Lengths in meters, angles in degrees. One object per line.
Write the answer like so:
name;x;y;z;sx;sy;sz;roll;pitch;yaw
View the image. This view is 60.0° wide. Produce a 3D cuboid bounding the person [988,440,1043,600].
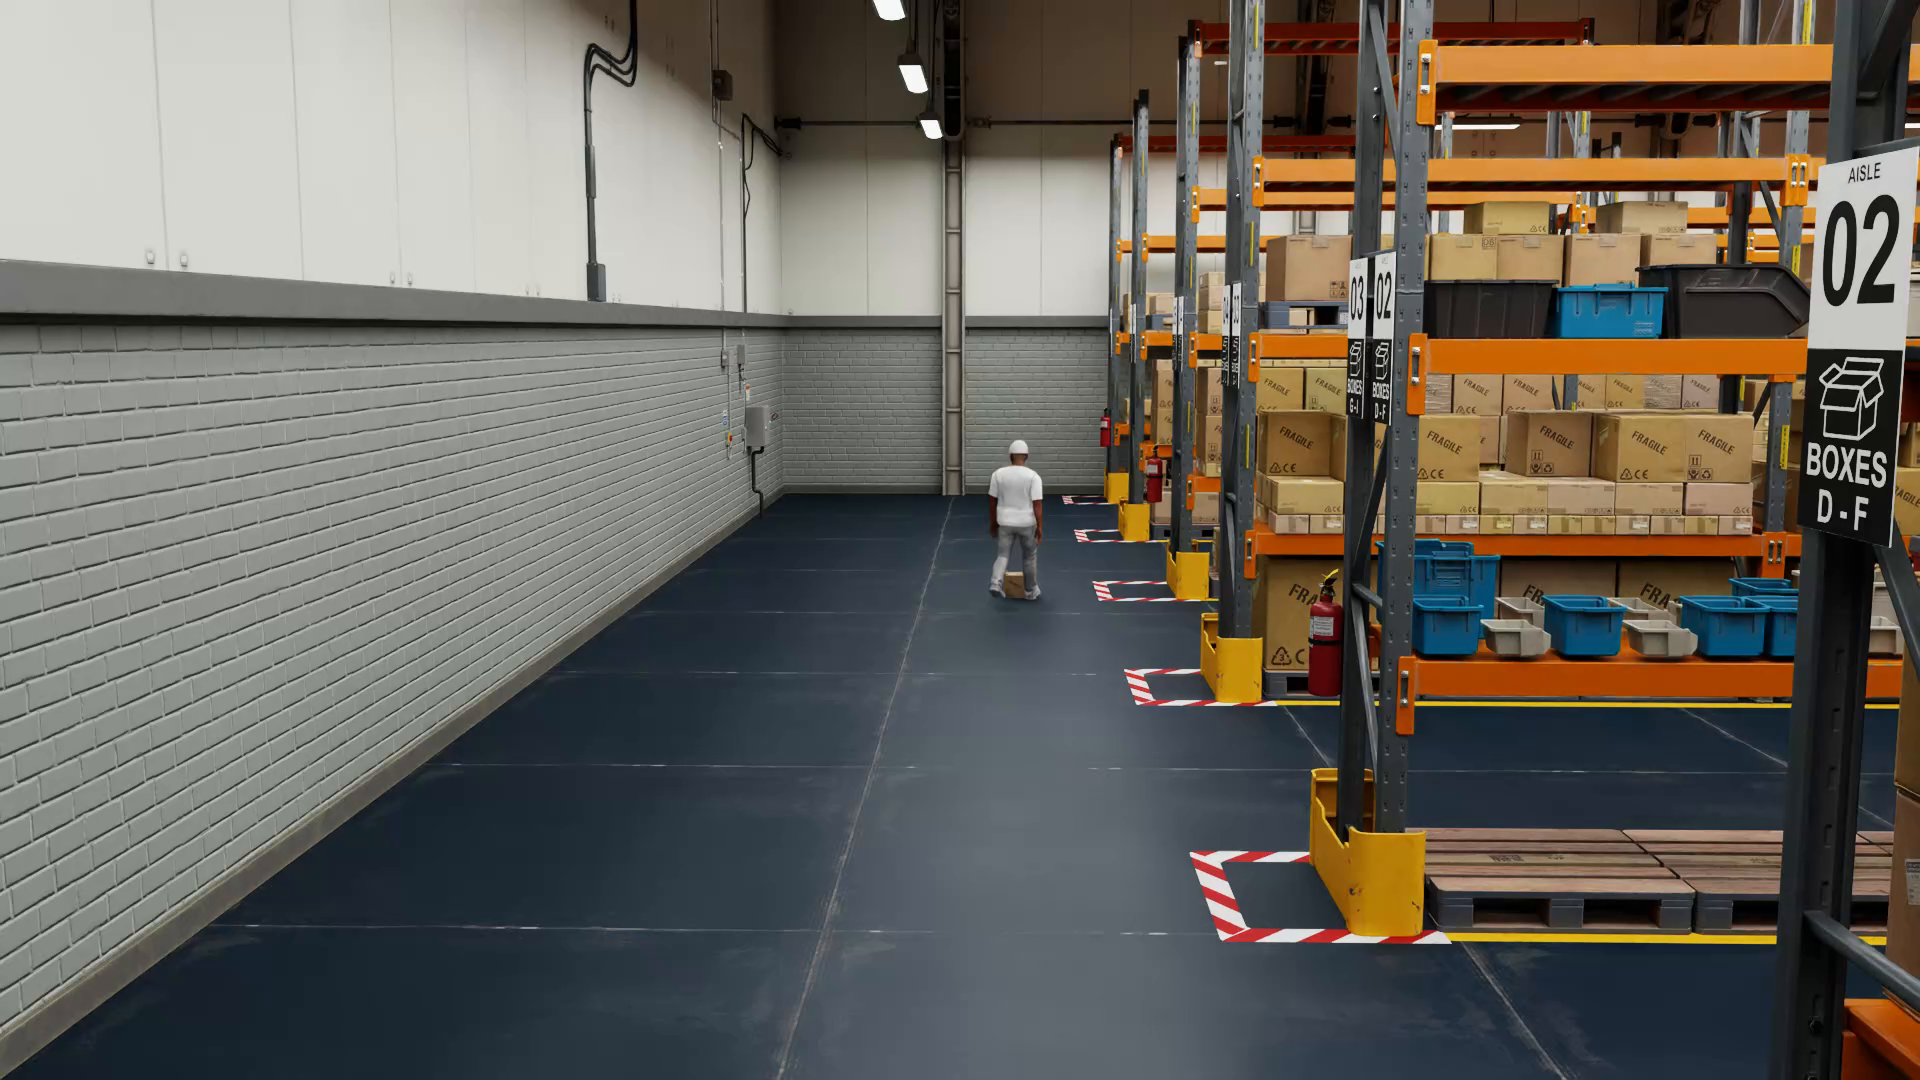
person;0.598;-0.186;17.361;0.588;1.730;0.986;2;7;13
